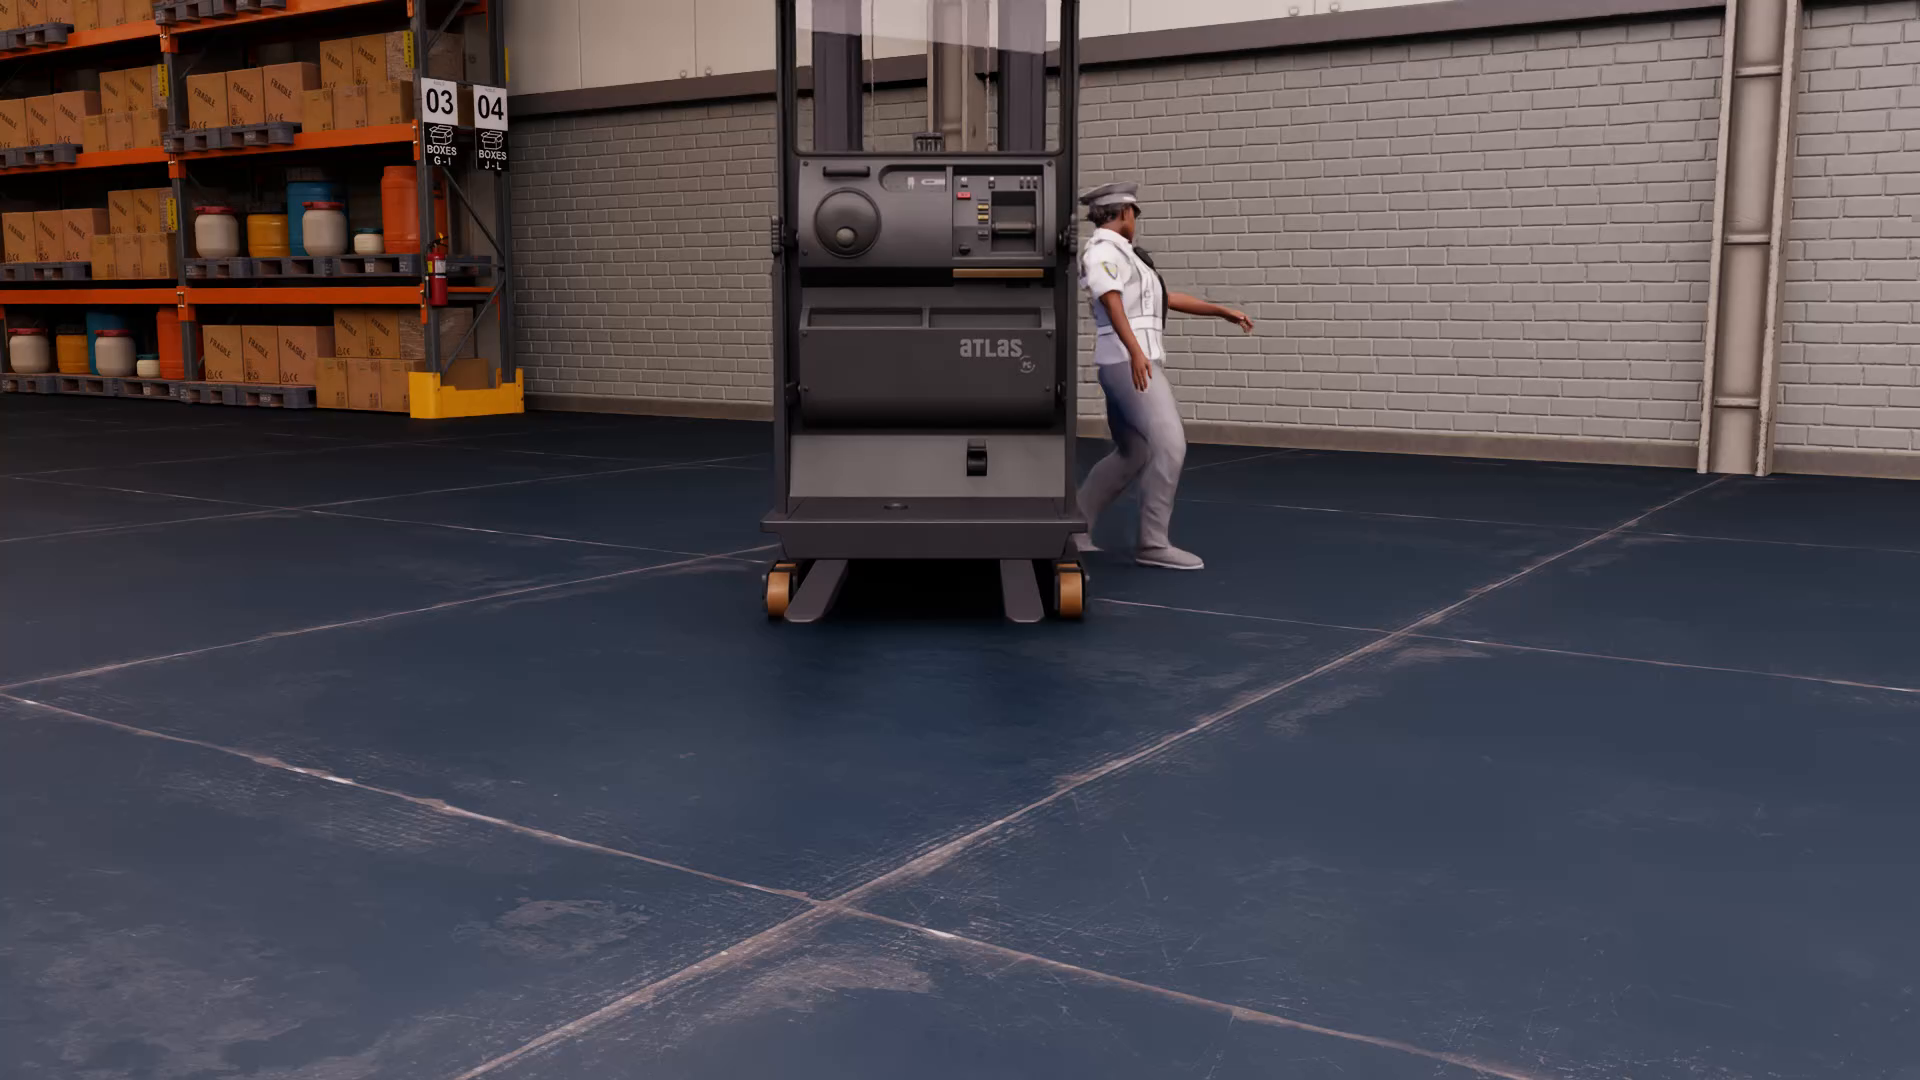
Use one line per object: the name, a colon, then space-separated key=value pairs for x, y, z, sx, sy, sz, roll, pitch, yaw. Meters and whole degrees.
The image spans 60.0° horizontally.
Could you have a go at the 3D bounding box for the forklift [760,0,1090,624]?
forklift: x=-0.117 y=-1.224 z=5.800 sx=1.130 sy=2.935 sz=3.031 roll=0 pitch=8 yaw=0

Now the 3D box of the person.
person: x=0.780 y=-0.670 z=6.869 sx=0.855 sy=1.617 sz=0.743 roll=1 pitch=8 yaw=8
